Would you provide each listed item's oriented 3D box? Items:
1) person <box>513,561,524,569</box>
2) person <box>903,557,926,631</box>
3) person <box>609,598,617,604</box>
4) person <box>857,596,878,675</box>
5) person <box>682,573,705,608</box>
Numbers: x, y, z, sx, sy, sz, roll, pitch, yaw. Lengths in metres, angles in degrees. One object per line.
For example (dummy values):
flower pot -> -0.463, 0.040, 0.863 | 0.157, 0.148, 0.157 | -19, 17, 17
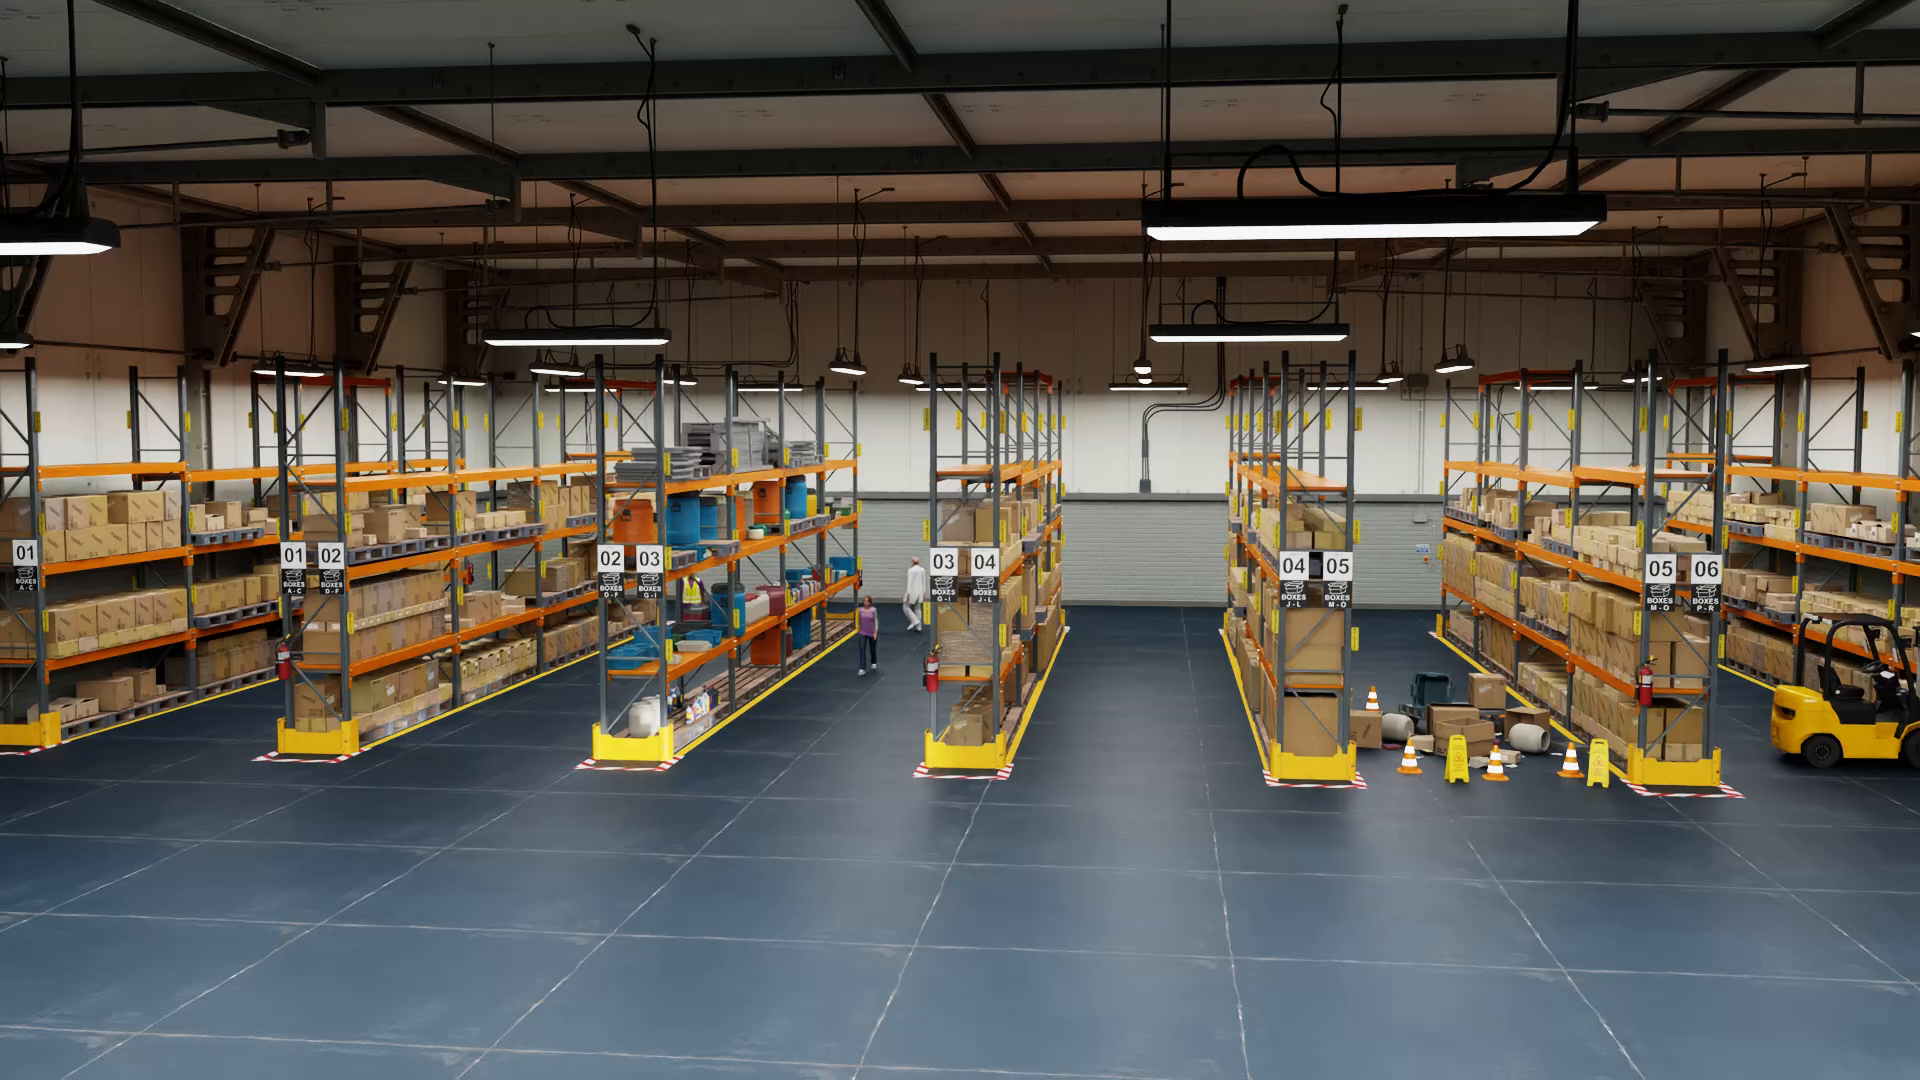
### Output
person -> -10.727, 1.307, 40.399 | 0.488, 1.633, 1.002 | 0, 4, -5
person -> -1.057, 1.287, 39.946 | 0.540, 1.779, 0.638 | 4, 6, 44
person -> -9.371, 0.936, 44.859 | 0.587, 1.754, 0.862 | -4, 5, -42
person -> -1.835, 1.871, 33.042 | 0.436, 1.538, 0.972 | 0, 4, 6
person -> -6.171, 1.448, 38.086 | 0.590, 1.714, 1.093 | 0, 4, 3
